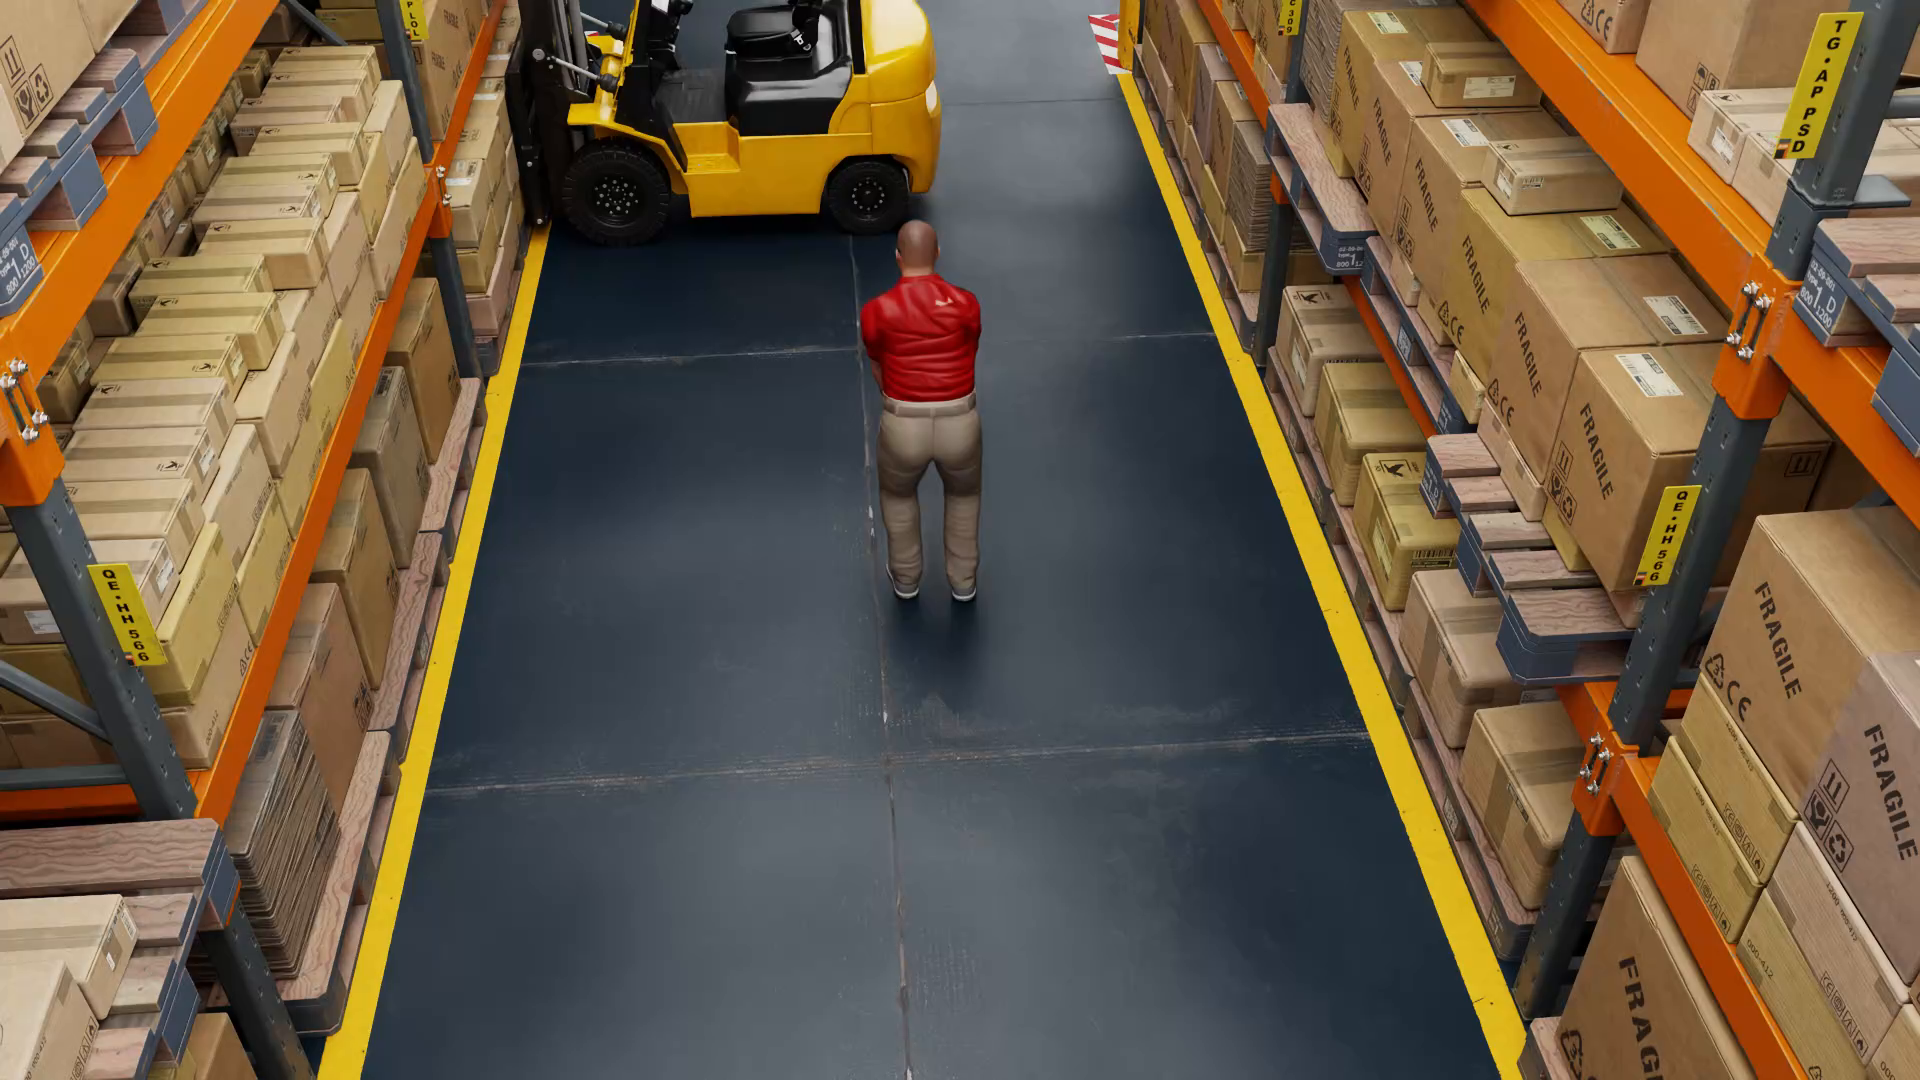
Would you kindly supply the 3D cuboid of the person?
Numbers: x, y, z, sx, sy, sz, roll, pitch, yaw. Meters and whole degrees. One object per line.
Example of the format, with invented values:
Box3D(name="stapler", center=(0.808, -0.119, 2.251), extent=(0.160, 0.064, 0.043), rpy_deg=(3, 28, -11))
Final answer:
Box3D(name="person", center=(-0.153, -0.519, 6.840), extent=(0.482, 1.701, 0.550), rpy_deg=(-4, 39, -5))
